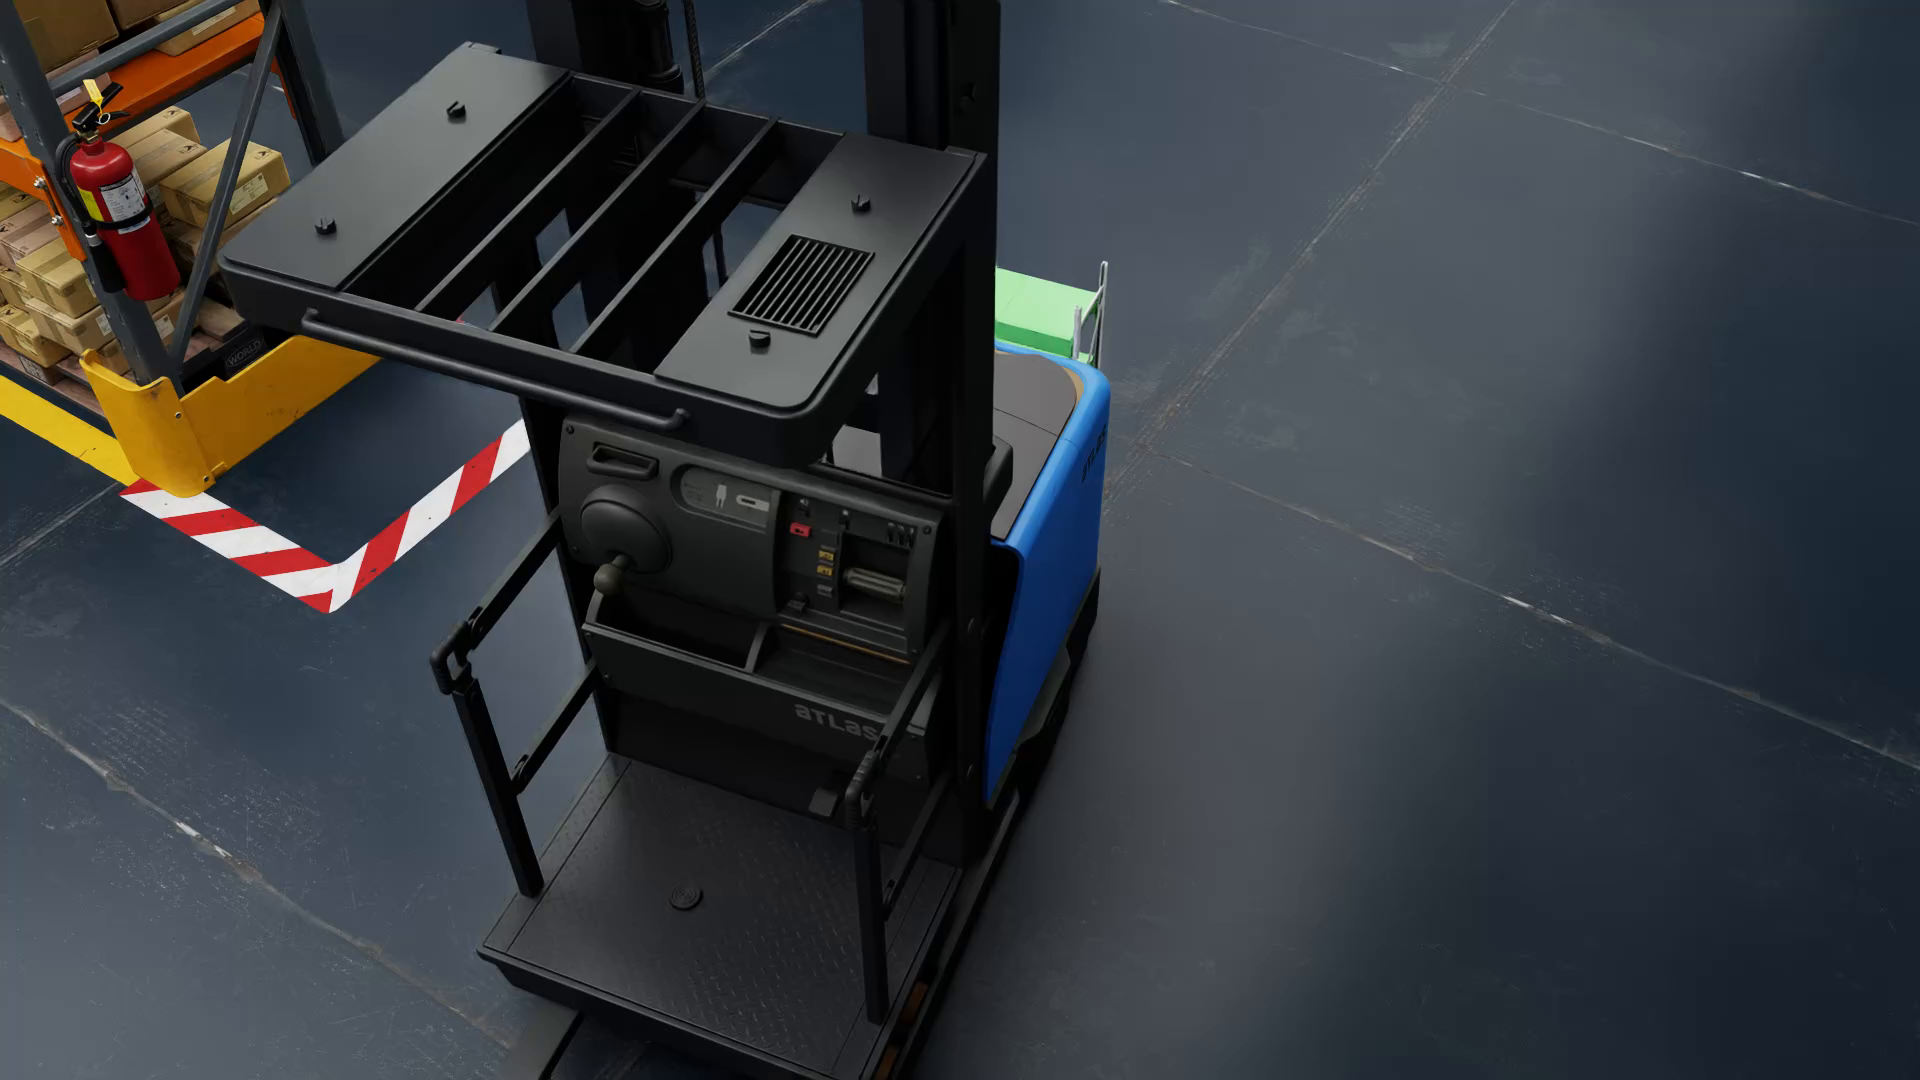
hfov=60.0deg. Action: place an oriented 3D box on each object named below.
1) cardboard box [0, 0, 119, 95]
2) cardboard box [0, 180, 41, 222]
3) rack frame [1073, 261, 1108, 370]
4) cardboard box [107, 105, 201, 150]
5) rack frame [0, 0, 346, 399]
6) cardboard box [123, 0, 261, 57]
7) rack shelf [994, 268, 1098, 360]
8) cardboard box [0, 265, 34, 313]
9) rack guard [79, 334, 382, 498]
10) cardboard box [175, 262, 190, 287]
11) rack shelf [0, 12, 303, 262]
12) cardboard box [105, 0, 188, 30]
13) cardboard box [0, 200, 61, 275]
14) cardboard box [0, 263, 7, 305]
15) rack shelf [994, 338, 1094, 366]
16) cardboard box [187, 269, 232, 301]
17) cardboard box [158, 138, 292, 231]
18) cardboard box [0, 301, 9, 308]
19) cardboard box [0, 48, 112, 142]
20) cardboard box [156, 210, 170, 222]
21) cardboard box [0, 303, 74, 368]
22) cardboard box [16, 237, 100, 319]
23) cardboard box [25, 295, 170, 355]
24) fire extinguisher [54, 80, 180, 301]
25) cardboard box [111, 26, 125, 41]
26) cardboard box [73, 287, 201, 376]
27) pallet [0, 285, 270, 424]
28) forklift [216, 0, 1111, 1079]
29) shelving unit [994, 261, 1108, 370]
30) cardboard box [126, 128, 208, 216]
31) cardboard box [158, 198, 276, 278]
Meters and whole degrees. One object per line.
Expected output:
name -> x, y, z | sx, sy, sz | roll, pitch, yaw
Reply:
cardboard box -> -3.012, -1.723, 5.056 | 0.500, 0.500, 0.500 | 26, 51, 23
cardboard box -> -3.545, -1.133, 6.040 | 0.250, 0.149, 0.380 | 24, 50, 21
rack frame -> 0.379, -0.317, 5.221 | 0.015, 1.200, 0.240 | 17, 48, 16
cardboard box -> -3.193, -1.543, 6.438 | 0.250, 0.149, 0.380 | 25, 51, 22
rack frame -> -2.495, -1.566, 5.180 | 0.127, 3.000, 1.000 | 25, 51, 22
cardboard box -> -2.591, -1.802, 5.584 | 0.250, 0.149, 0.380 | 24, 51, 22
rack shelf -> 0.155, -0.675, 4.989 | 0.480, 0.148, 0.258 | 17, 48, 16
cardboard box -> -3.284, -0.988, 6.106 | 0.250, 0.149, 0.380 | 24, 50, 21
rack guard -> -2.559, -0.724, 6.105 | 0.348, 0.500, 1.175 | 25, 51, 22
cardboard box -> -3.028, -1.167, 6.487 | 0.250, 0.149, 0.380 | 25, 51, 22
rack shelf -> -4.179, -2.089, 6.190 | 4.000, 0.370, 1.077 | 25, 51, 22
cardboard box -> -2.724, -2.045, 5.368 | 0.500, 0.500, 0.500 | 27, 52, 24
cardboard box -> -3.258, -1.110, 6.017 | 0.250, 0.149, 0.380 | 26, 51, 23
cardboard box -> -3.532, -1.054, 6.171 | 0.250, 0.149, 0.380 | 23, 50, 21
rack shelf -> 0.155, -0.508, 5.162 | 0.480, 0.148, 0.258 | 17, 48, 16
cardboard box -> -2.763, -1.115, 6.437 | 0.250, 0.149, 0.380 | 26, 51, 23
cardboard box -> -2.753, -1.334, 6.235 | 0.250, 0.149, 0.380 | 23, 50, 20
cardboard box -> -3.498, -0.989, 6.315 | 0.250, 0.149, 0.380 | 24, 51, 22
cardboard box -> -2.922, -1.434, 5.227 | 0.250, 0.149, 0.380 | 25, 51, 22
cardboard box -> -2.998, -1.320, 6.429 | 0.250, 0.149, 0.380 | 24, 51, 22
cardboard box -> -3.322, -0.835, 6.165 | 0.250, 0.149, 0.380 | 26, 51, 23
cardboard box -> -3.077, -0.978, 5.889 | 0.250, 0.149, 0.380 | 25, 51, 23
cardboard box -> -3.093, -0.854, 5.976 | 0.250, 0.149, 0.380 | 23, 50, 21
fire extinguisher -> -2.532, -1.033, 4.976 | 0.183, 0.674, 0.296 | 25, 51, 22
cardboard box -> -2.827, -1.875, 5.656 | 0.250, 0.149, 0.380 | 26, 51, 23
cardboard box -> -3.051, -0.797, 6.128 | 0.250, 0.149, 0.380 | 26, 51, 23
pallet -> -3.224, -0.959, 6.535 | 1.213, 0.211, 1.003 | 25, 51, 22
forklift -> -0.566, 0.095, 3.614 | 1.130, 2.935, 3.031 | 16, 48, 15
shelving unit -> 0.155, -0.385, 5.288 | 0.503, 1.200, 0.258 | 17, 48, 16
cardboard box -> -3.050, -1.368, 6.268 | 0.250, 0.149, 0.380 | 26, 51, 23
cardboard box -> -2.797, -1.180, 6.293 | 0.250, 0.149, 0.380 | 27, 52, 24
